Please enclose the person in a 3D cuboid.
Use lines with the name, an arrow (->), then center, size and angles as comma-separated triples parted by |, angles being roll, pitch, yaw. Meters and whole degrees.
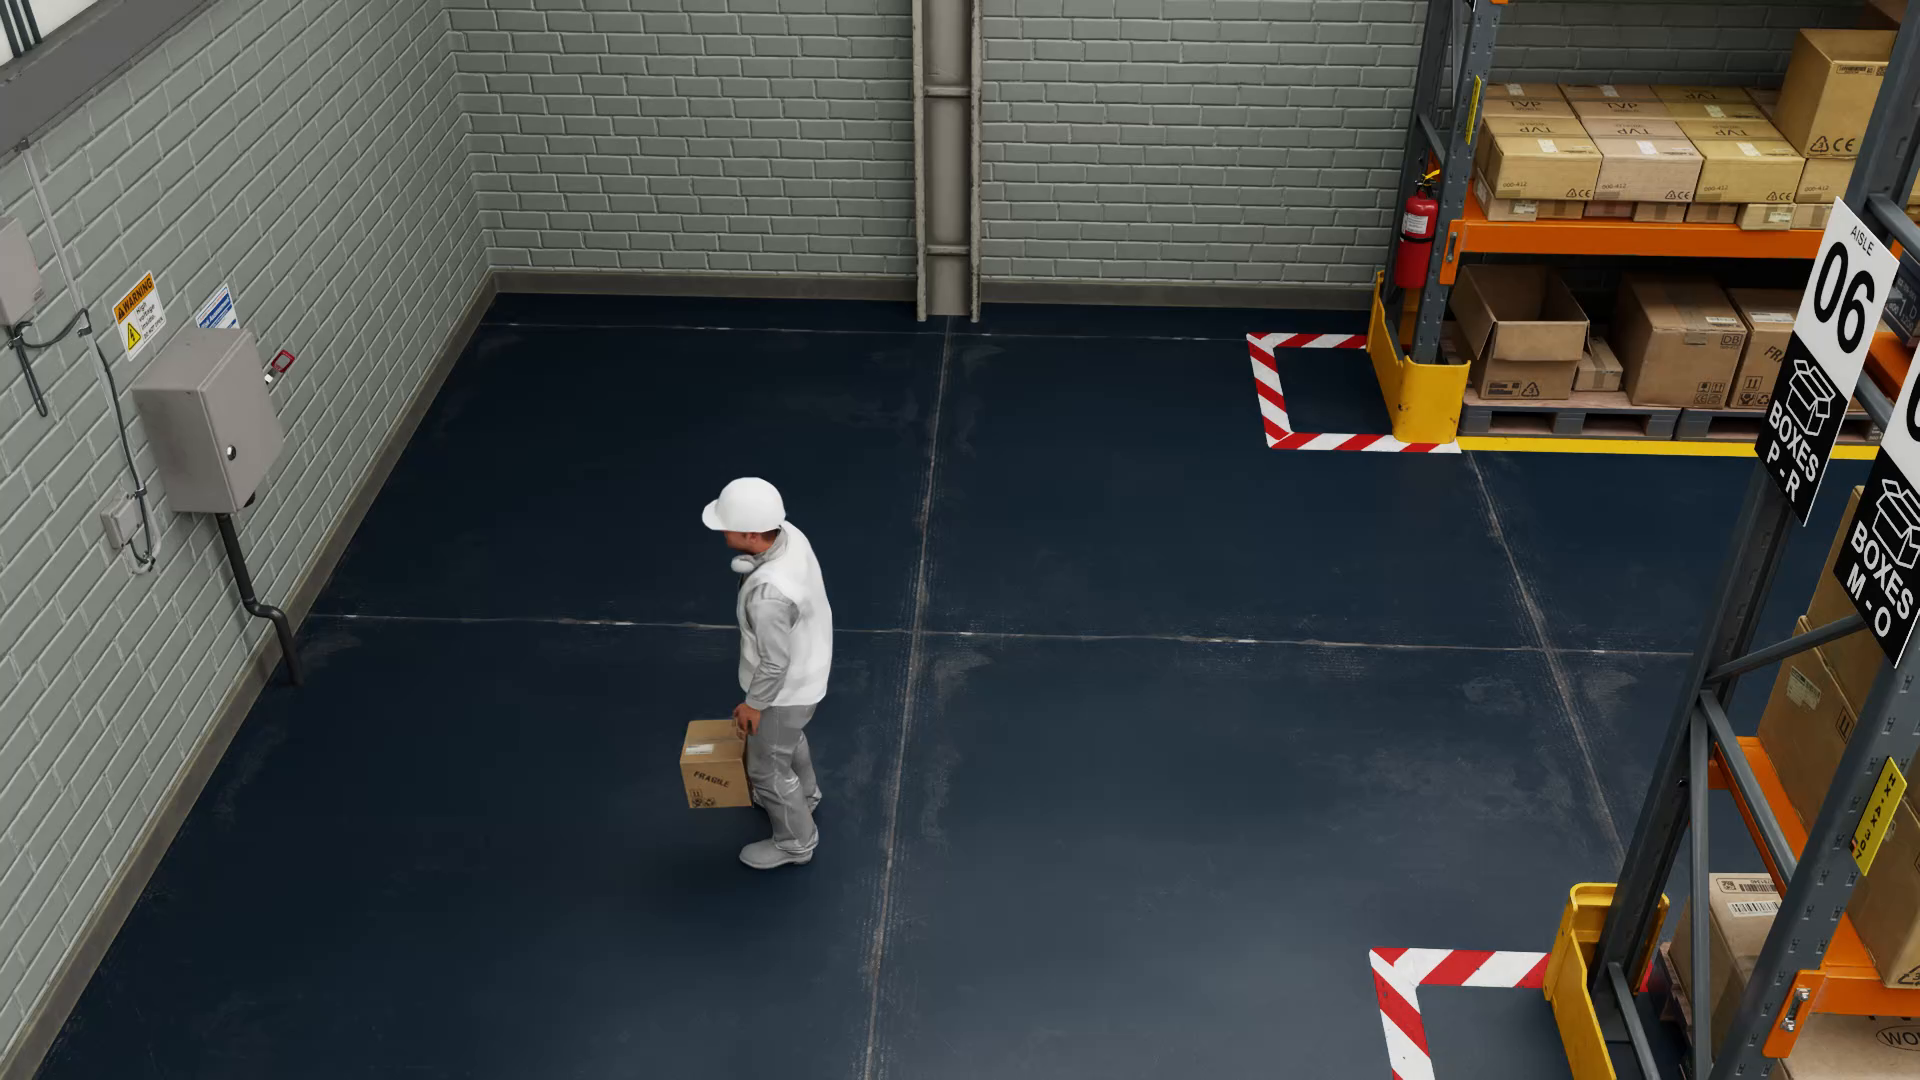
person -> -0.700, 0.507, 6.382 | 0.439, 1.772, 0.563 | 0, 35, 1
